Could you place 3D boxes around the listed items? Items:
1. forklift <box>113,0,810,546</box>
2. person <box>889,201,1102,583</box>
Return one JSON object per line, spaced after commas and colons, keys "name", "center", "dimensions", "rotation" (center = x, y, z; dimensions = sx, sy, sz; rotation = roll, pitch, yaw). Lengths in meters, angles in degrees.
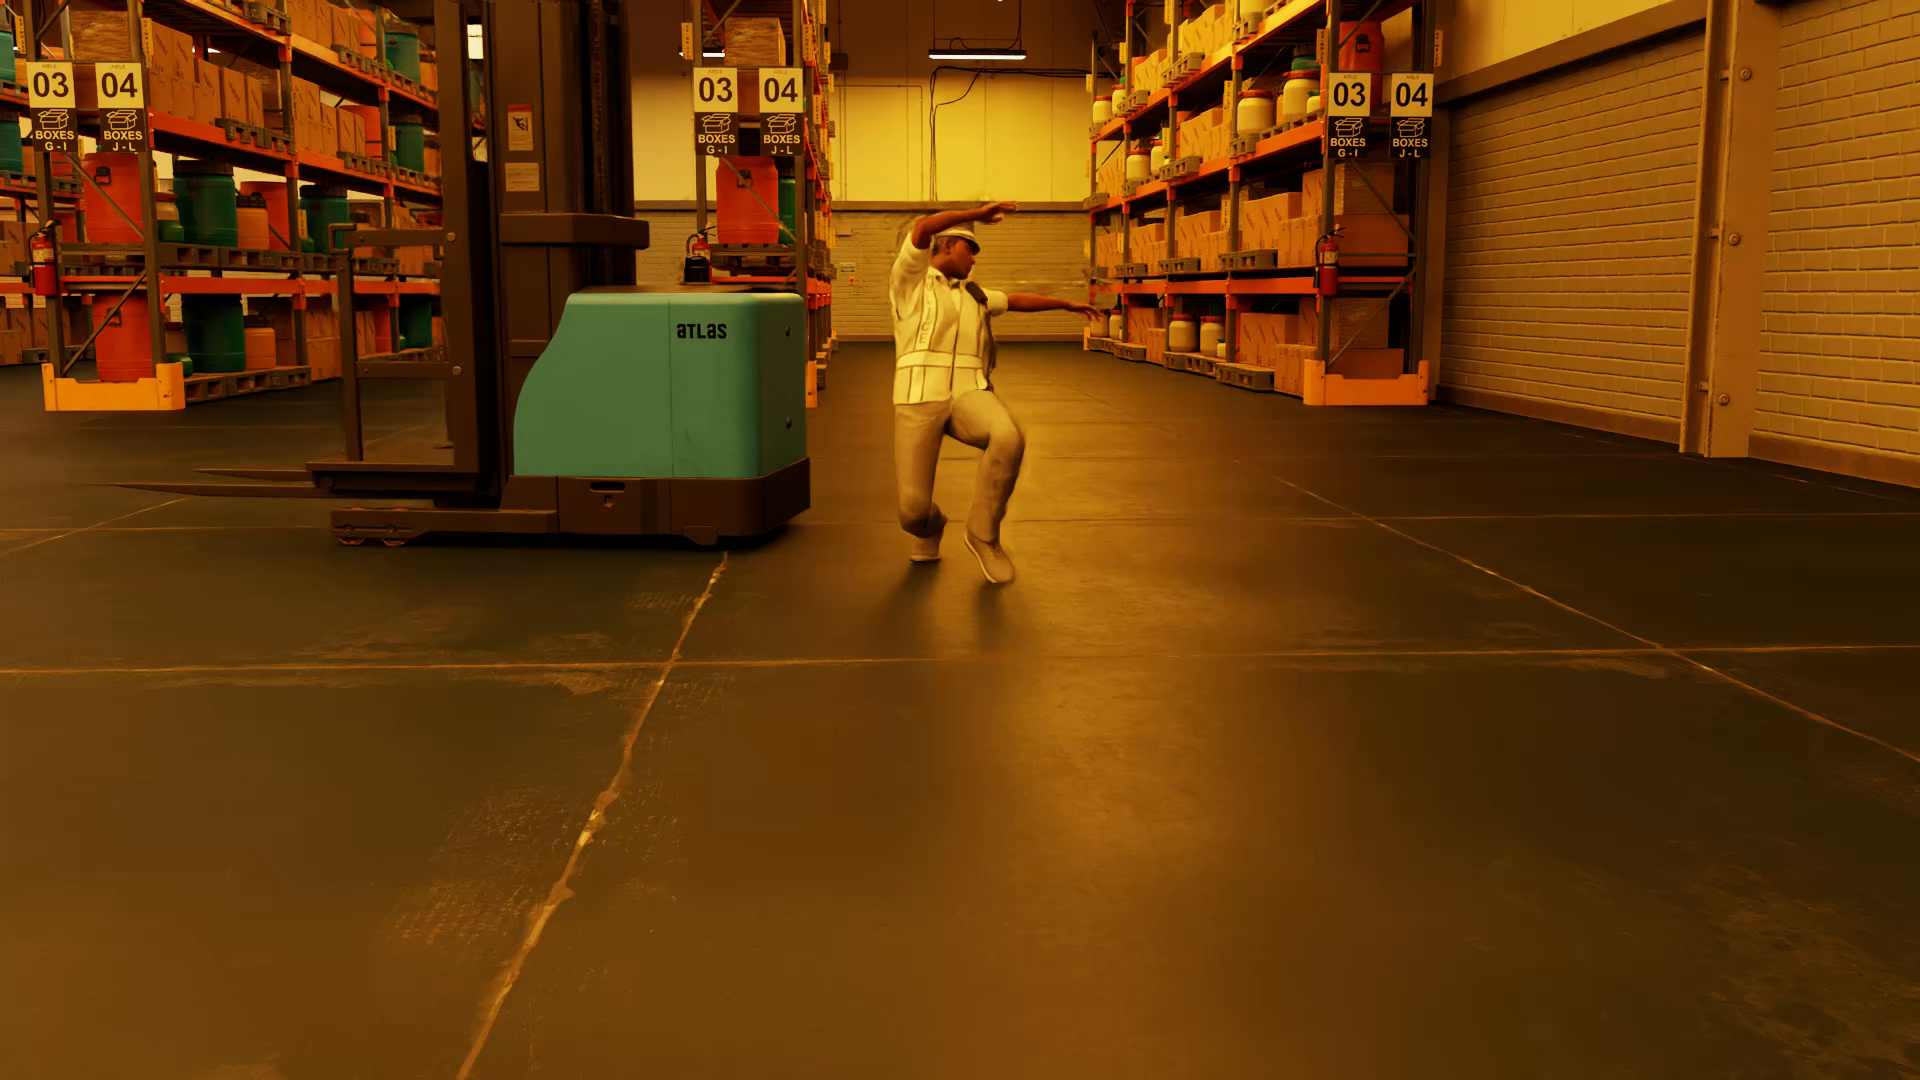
{"name": "forklift", "center": [-2.265, -1.498, 7.417], "dimensions": [3.031, 2.935, 1.130], "rotation": [1, 9, 7]}
{"name": "person", "center": [0.223, -0.589, 6.521], "dimensions": [1.002, 1.449, 0.841], "rotation": [-3, 9, -19]}
